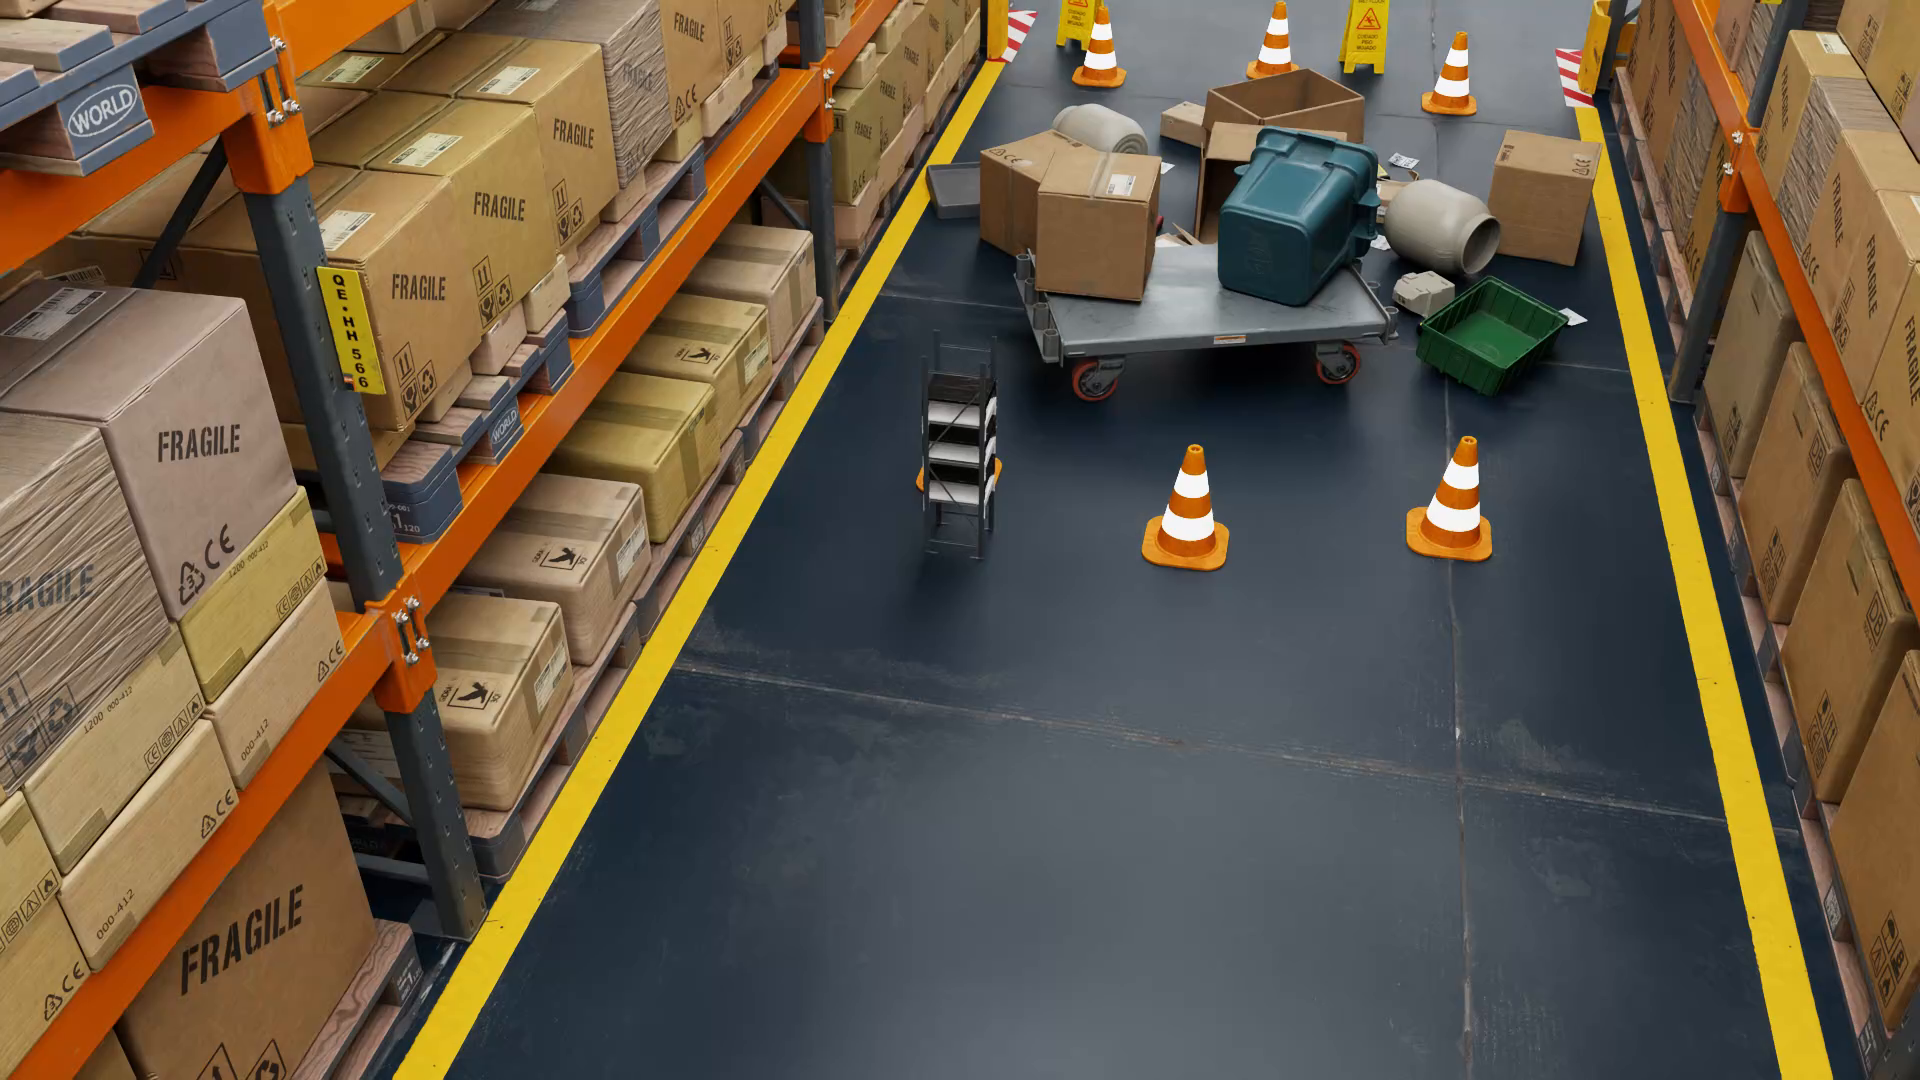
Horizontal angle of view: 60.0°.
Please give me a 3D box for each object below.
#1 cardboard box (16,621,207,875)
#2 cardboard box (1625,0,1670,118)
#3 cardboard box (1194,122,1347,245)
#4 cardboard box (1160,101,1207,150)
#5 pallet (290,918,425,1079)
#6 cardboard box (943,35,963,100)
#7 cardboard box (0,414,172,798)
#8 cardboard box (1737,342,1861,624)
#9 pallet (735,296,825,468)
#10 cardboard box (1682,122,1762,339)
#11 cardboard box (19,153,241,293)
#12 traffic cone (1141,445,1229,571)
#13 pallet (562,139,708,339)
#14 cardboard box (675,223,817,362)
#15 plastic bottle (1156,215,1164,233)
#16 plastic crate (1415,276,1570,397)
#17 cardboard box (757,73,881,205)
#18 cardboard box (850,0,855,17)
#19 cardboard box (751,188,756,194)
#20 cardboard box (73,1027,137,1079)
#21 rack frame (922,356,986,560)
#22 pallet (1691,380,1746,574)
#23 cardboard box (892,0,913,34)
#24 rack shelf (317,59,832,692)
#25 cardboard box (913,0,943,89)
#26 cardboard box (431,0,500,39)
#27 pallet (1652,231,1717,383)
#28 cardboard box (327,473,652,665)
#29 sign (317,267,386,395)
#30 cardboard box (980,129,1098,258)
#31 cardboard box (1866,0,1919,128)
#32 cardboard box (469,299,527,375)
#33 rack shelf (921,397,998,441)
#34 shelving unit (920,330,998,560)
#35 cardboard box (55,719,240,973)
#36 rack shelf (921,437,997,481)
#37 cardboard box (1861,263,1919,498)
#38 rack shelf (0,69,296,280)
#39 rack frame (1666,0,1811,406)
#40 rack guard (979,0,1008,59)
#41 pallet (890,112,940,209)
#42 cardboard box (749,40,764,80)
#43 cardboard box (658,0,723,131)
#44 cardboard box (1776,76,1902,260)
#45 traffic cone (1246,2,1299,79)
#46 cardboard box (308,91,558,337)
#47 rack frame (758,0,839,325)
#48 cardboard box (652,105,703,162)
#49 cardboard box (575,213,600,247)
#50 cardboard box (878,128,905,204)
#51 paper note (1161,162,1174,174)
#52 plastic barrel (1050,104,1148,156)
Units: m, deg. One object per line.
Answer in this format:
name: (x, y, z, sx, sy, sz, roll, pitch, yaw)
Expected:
cardboard box: (-1.921, 0.379, 3.372, 0.500, 0.250, 0.500, 6, 36, 9)
cardboard box: (4.526, -3.020, 9.813, 0.875, 0.875, 0.875, 8, 37, 10)
cardboard box: (1.655, -1.852, 8.761, 0.797, 0.637, 0.503, 7, 37, 10)
cardboard box: (1.442, -2.511, 10.088, 0.380, 0.149, 0.250, 28, 44, 33)
pallet: (-2.202, 1.489, 4.516, 1.003, 0.211, 1.213, 7, 37, 10)
cardboard box: (-0.279, -2.933, 10.226, 0.500, 0.250, 0.500, 7, 37, 10)
cardboard box: (-1.916, 0.096, 3.124, 0.500, 0.500, 0.500, 8, 37, 11)
cardboard box: (3.497, -0.153, 5.964, 1.050, 0.750, 0.750, 7, 37, 10)
pallet: (-1.270, -0.801, 7.675, 1.003, 0.211, 1.213, 7, 37, 10)
cardboard box: (3.954, -1.475, 7.682, 0.875, 0.875, 0.875, 8, 37, 11)
cardboard box: (-2.134, -0.709, 4.476, 0.500, 0.500, 0.500, 6, 36, 9)
traffic cone: (0.912, -0.171, 6.592, 0.336, 0.463, 0.334, 7, 37, 10)
pallet: (-1.577, -1.145, 5.938, 1.003, 0.211, 1.213, 7, 37, 10)
cardboard box: (-1.215, -1.181, 7.705, 0.950, 0.372, 0.625, 8, 37, 11)
plastic bottle: (1.002, -1.691, 9.031, 0.133, 0.061, 0.283, 14, 38, 18)
plastic crate: (2.509, -0.962, 7.869, 0.450, 0.188, 0.662, 36, 48, 26)
cardboard box: (-0.716, -2.041, 8.356, 0.500, 0.500, 0.500, 9, 37, 12)
cardboard box: (-0.722, -2.566, 7.949, 0.380, 0.149, 0.250, 8, 37, 11)
cardboard box: (-1.241, -2.109, 8.451, 0.500, 0.500, 0.500, 7, 36, 9)
cardboard box: (-2.383, 1.504, 3.572, 0.875, 0.875, 0.875, 8, 37, 11)
rack frame: (-0.023, -0.301, 6.399, 0.240, 0.900, 0.006, 7, 37, 10)
pallet: (3.661, -0.233, 6.891, 1.003, 0.211, 1.213, 7, 37, 10)
cardboard box: (-0.468, -2.817, 8.875, 0.380, 0.149, 0.250, 9, 37, 13)
rack shelf: (-1.533, -0.938, 6.102, 1.077, 0.370, 4.000, 7, 37, 10)
cardboard box: (-0.390, -2.950, 9.610, 0.500, 0.500, 0.500, 6, 36, 9)
cardboard box: (-1.811, -1.610, 5.718, 0.500, 0.500, 0.500, 6, 36, 8)
pallet: (3.991, -1.111, 8.103, 1.003, 0.211, 1.213, 7, 37, 10)
cardboard box: (-1.680, 0.064, 5.987, 0.950, 0.372, 0.625, 7, 36, 9)
sign: (-1.417, -0.484, 3.875, 0.100, 0.325, 0.005, 7, 37, 10)
cardboard box: (0.453, -1.809, 8.818, 0.500, 0.500, 0.500, -24, 42, -30)
cardboard box: (3.544, -1.678, 5.573, 0.700, 0.500, 0.500, 7, 36, 9)
cardboard box: (-1.512, -0.623, 4.910, 0.380, 0.149, 0.250, 5, 36, 7)
rack shelf: (-0.002, -0.478, 6.393, 0.258, 0.077, 0.200, 7, 37, 10)
shelving unit: (-0.002, -0.360, 6.479, 0.258, 0.900, 0.210, 7, 37, 10)
cardboard box: (-1.908, 0.595, 3.501, 0.500, 0.250, 0.500, 8, 37, 11)
rack shelf: (-0.002, -0.333, 6.499, 0.258, 0.077, 0.200, 7, 37, 10)
cardboard box: (2.946, -0.425, 4.695, 0.500, 0.500, 0.500, 7, 36, 9)
rack shelf: (-2.387, 0.140, 2.057, 1.077, 0.370, 4.000, 7, 37, 10)
rack frame: (3.752, -1.814, 6.696, 1.000, 3.000, 0.127, 7, 37, 10)
rack guard: (-0.267, -3.614, 11.310, 1.175, 0.500, 0.348, 7, 37, 10)
pallet: (-0.738, -2.338, 9.796, 1.003, 0.211, 1.213, 7, 37, 10)
cardboard box: (-1.019, -1.966, 6.763, 0.380, 0.149, 0.250, 6, 36, 9)
cardboard box: (-1.201, -1.834, 6.028, 0.500, 0.500, 0.500, 9, 37, 12)
cardboard box: (3.269, -1.297, 5.898, 0.500, 0.500, 0.500, 8, 37, 10)
traffic cone: (2.074, -3.290, 10.895, 0.336, 0.463, 0.334, 7, 37, 10)
cardboard box: (-1.533, -0.943, 4.798, 0.500, 0.500, 0.500, 9, 37, 12)
rack frame: (-1.106, -2.376, 7.473, 1.000, 3.000, 0.127, 7, 37, 10)
cardboard box: (-1.178, -1.532, 6.164, 0.380, 0.149, 0.250, 7, 37, 10)
cardboard box: (-1.436, -1.093, 5.559, 0.380, 0.149, 0.250, 9, 37, 12)
cardboard box: (-0.613, -2.045, 9.000, 0.500, 0.250, 0.500, 9, 37, 13)
paper note: (1.163, -2.203, 9.773, 0.148, 0.019, 0.142, 20, 41, 26)
plastic barrel: (0.787, -2.252, 9.497, 0.421, 0.421, 0.512, -24, 42, -30)
